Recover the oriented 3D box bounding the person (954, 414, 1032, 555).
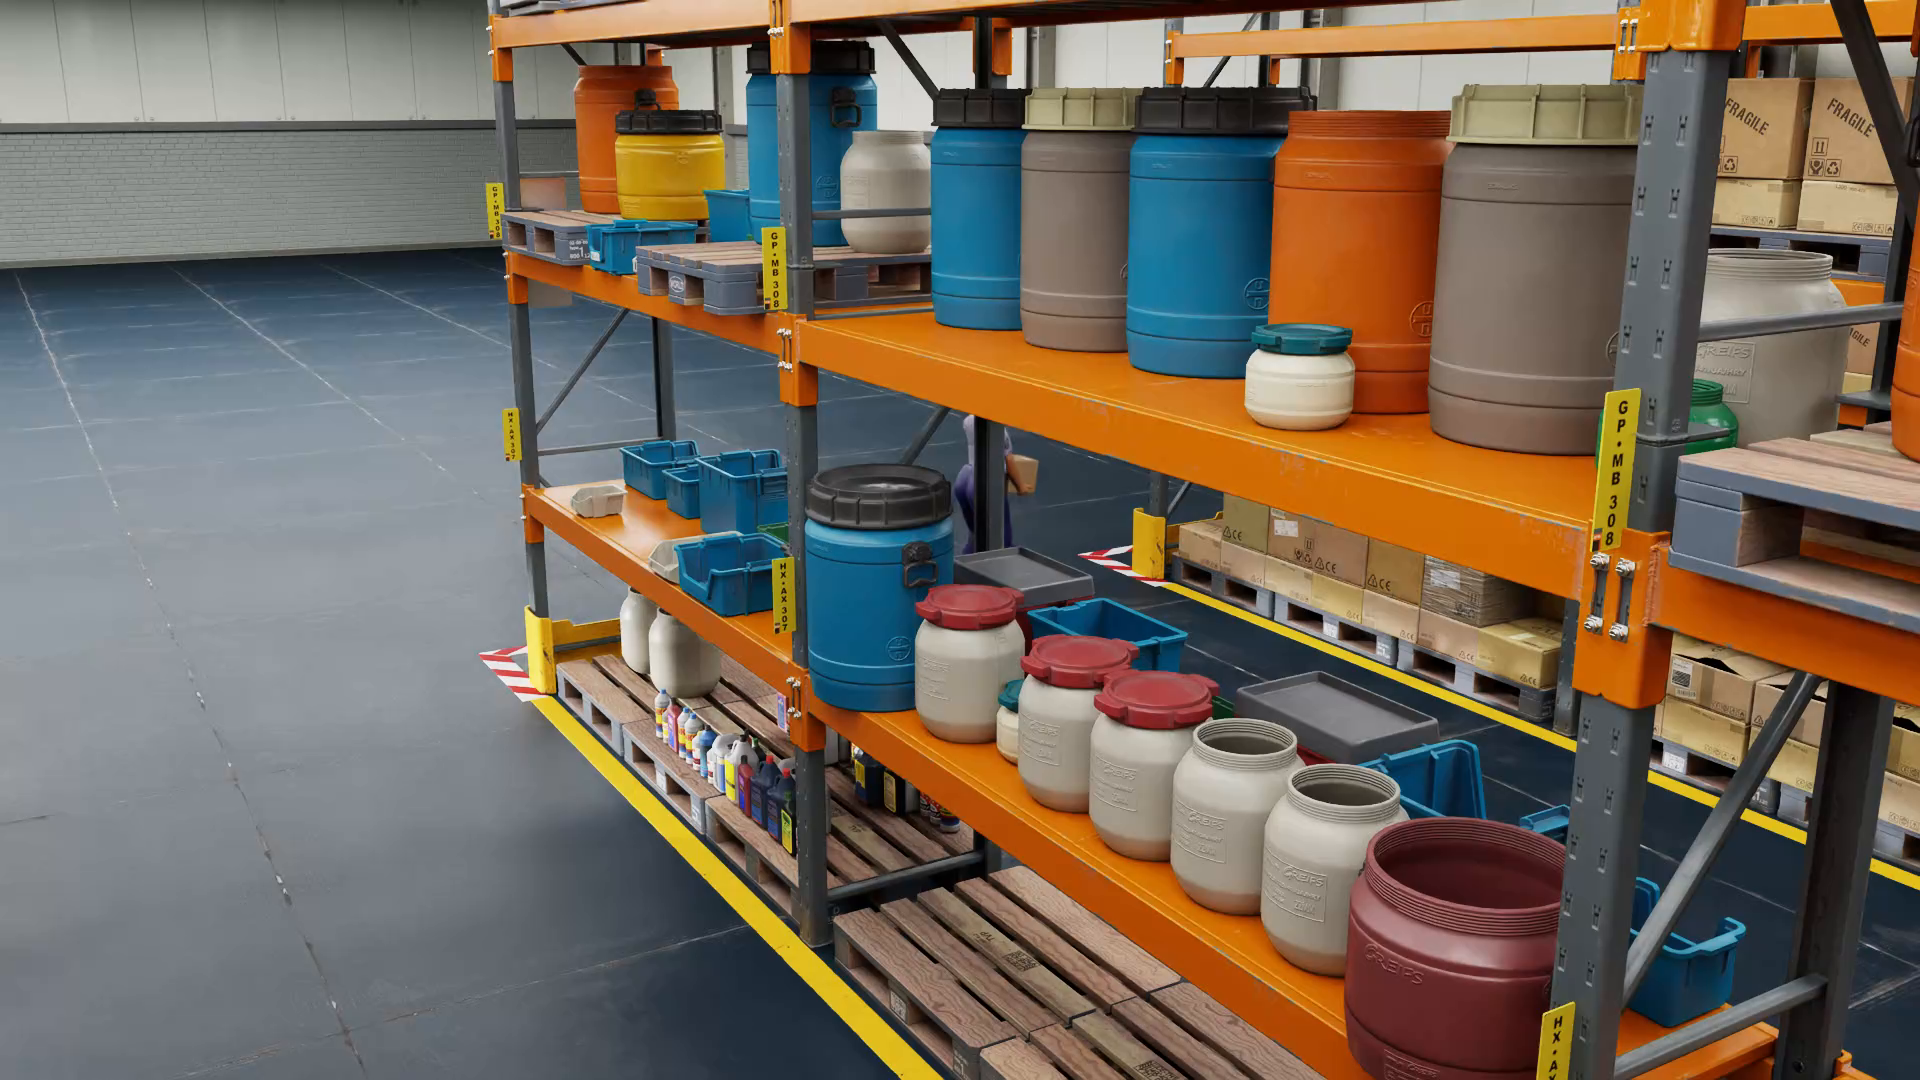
[{"bbox_3d":[0.239,-0.363,12.454,0.537,1.630,0.434,-9,17,-31],"label":"person"}]
